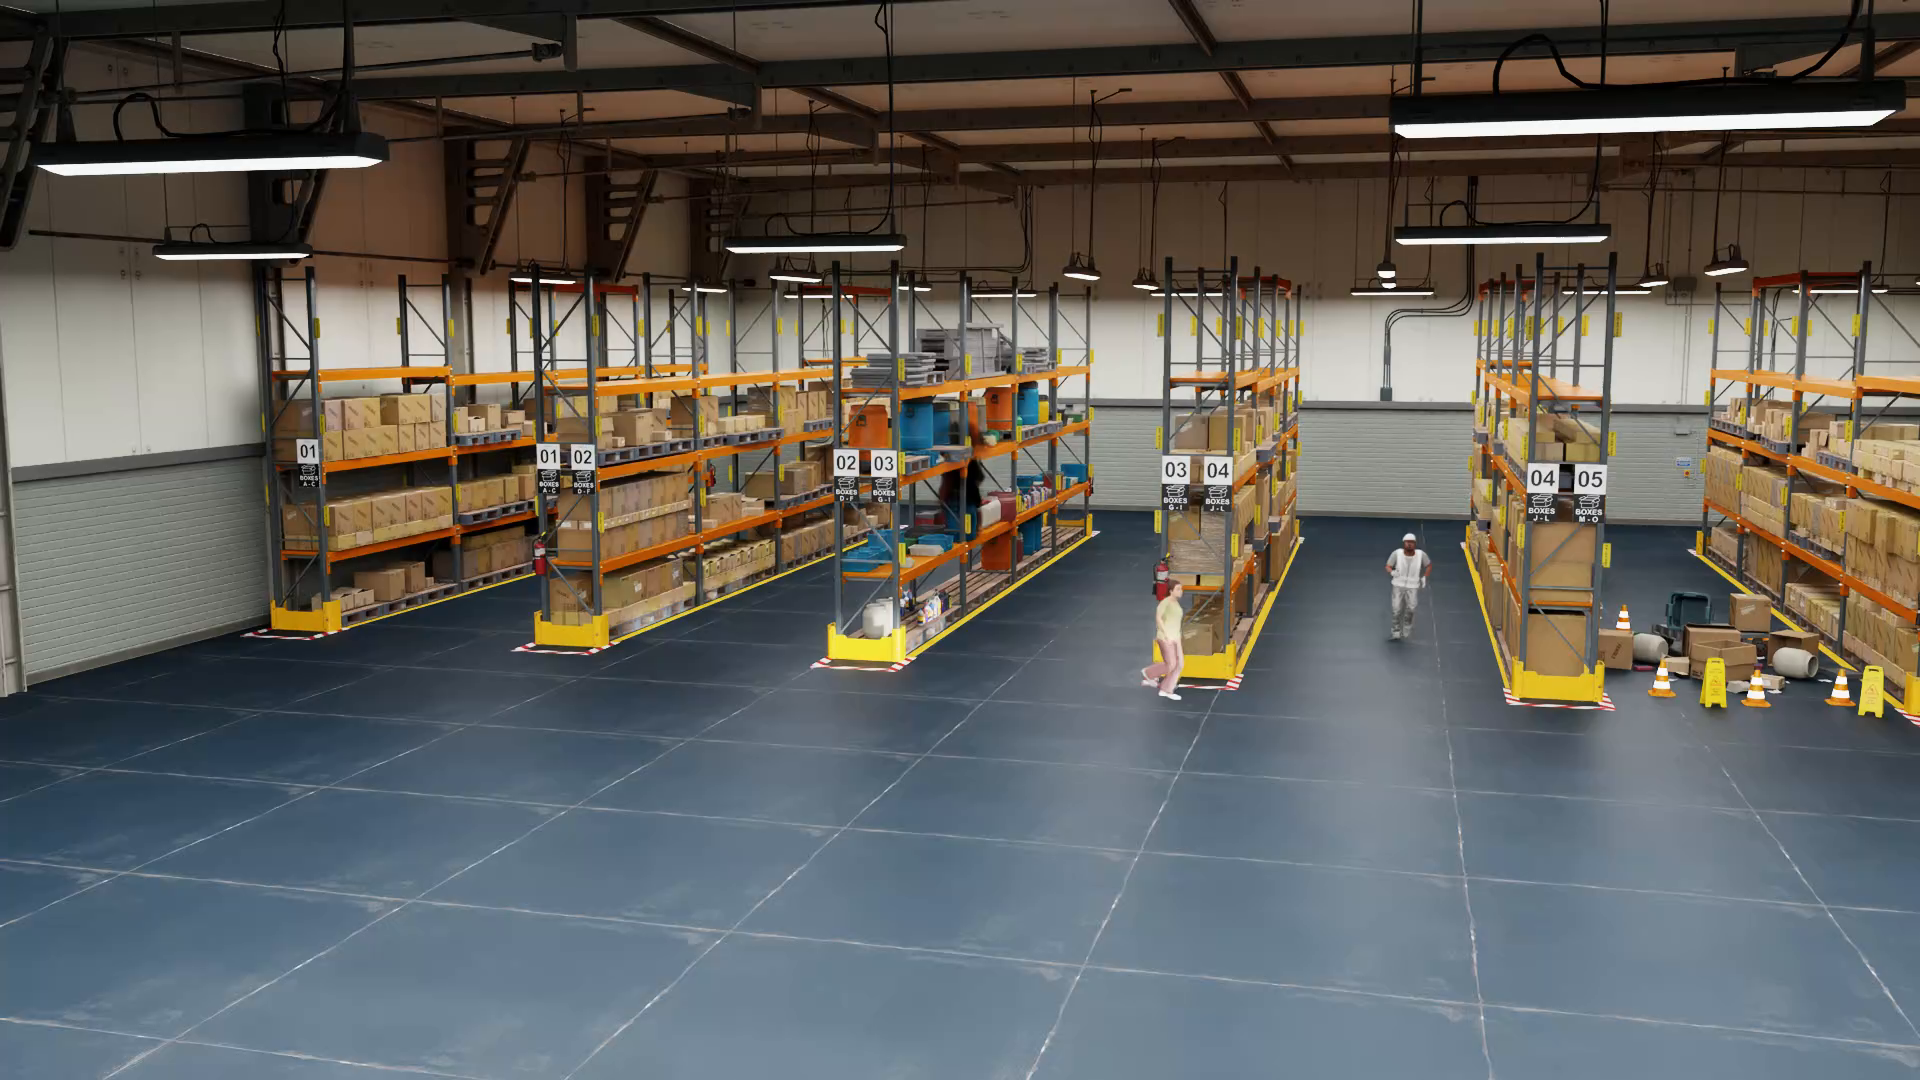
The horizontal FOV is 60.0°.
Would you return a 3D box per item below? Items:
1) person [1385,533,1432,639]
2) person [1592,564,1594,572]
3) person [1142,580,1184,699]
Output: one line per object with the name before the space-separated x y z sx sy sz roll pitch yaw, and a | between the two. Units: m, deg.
person | 7.180 0.759 26.654 0.727 1.730 0.620 2 7 14
person | 12.942 -0.111 34.192 0.577 1.599 0.763 0 7 2
person | 2.757 1.342 22.684 0.618 1.641 0.604 6 9 39
